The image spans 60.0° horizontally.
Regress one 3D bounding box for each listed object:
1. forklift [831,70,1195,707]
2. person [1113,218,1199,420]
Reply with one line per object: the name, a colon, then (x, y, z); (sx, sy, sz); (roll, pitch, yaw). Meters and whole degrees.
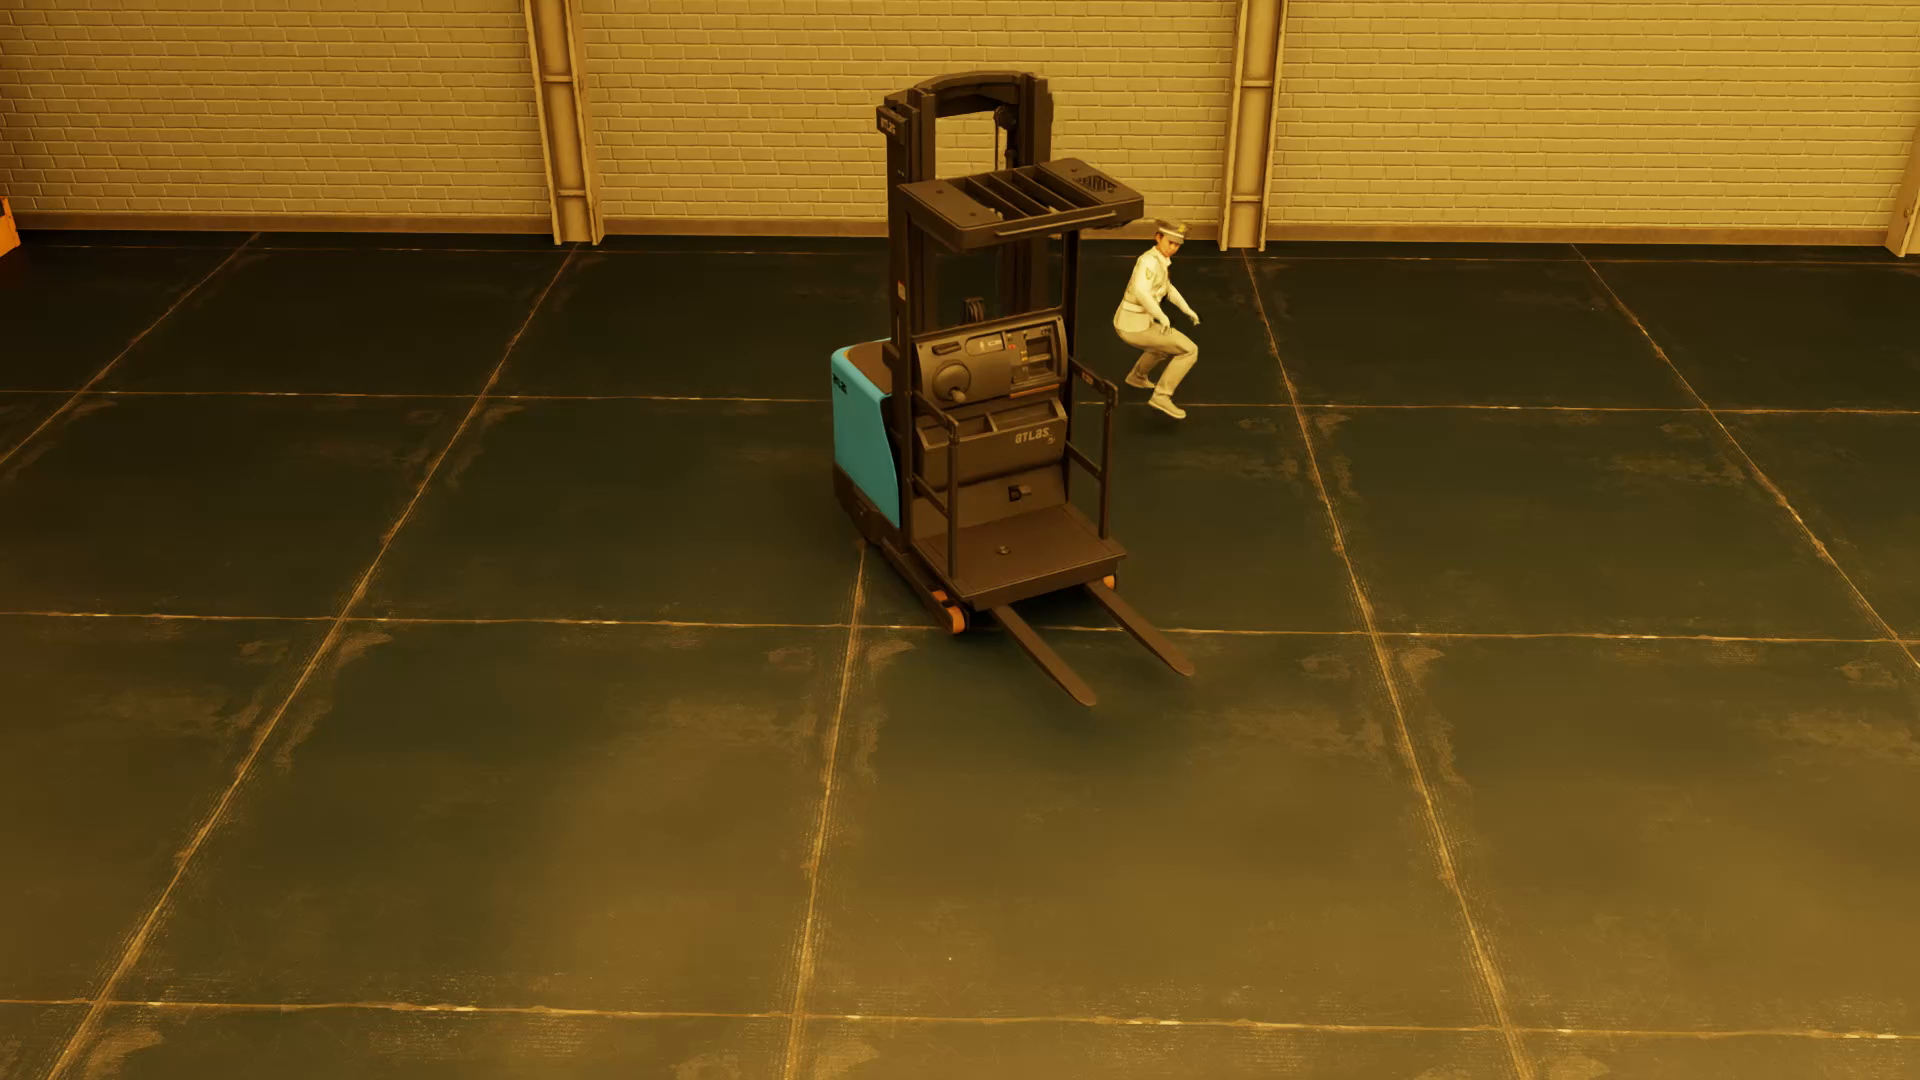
forklift: (0.283, -0.974, 9.265); (1.130, 2.935, 3.031); (-14, 33, -23)
person: (1.413, -1.573, 11.815); (0.655, 1.469, 0.839); (0, 31, 1)
